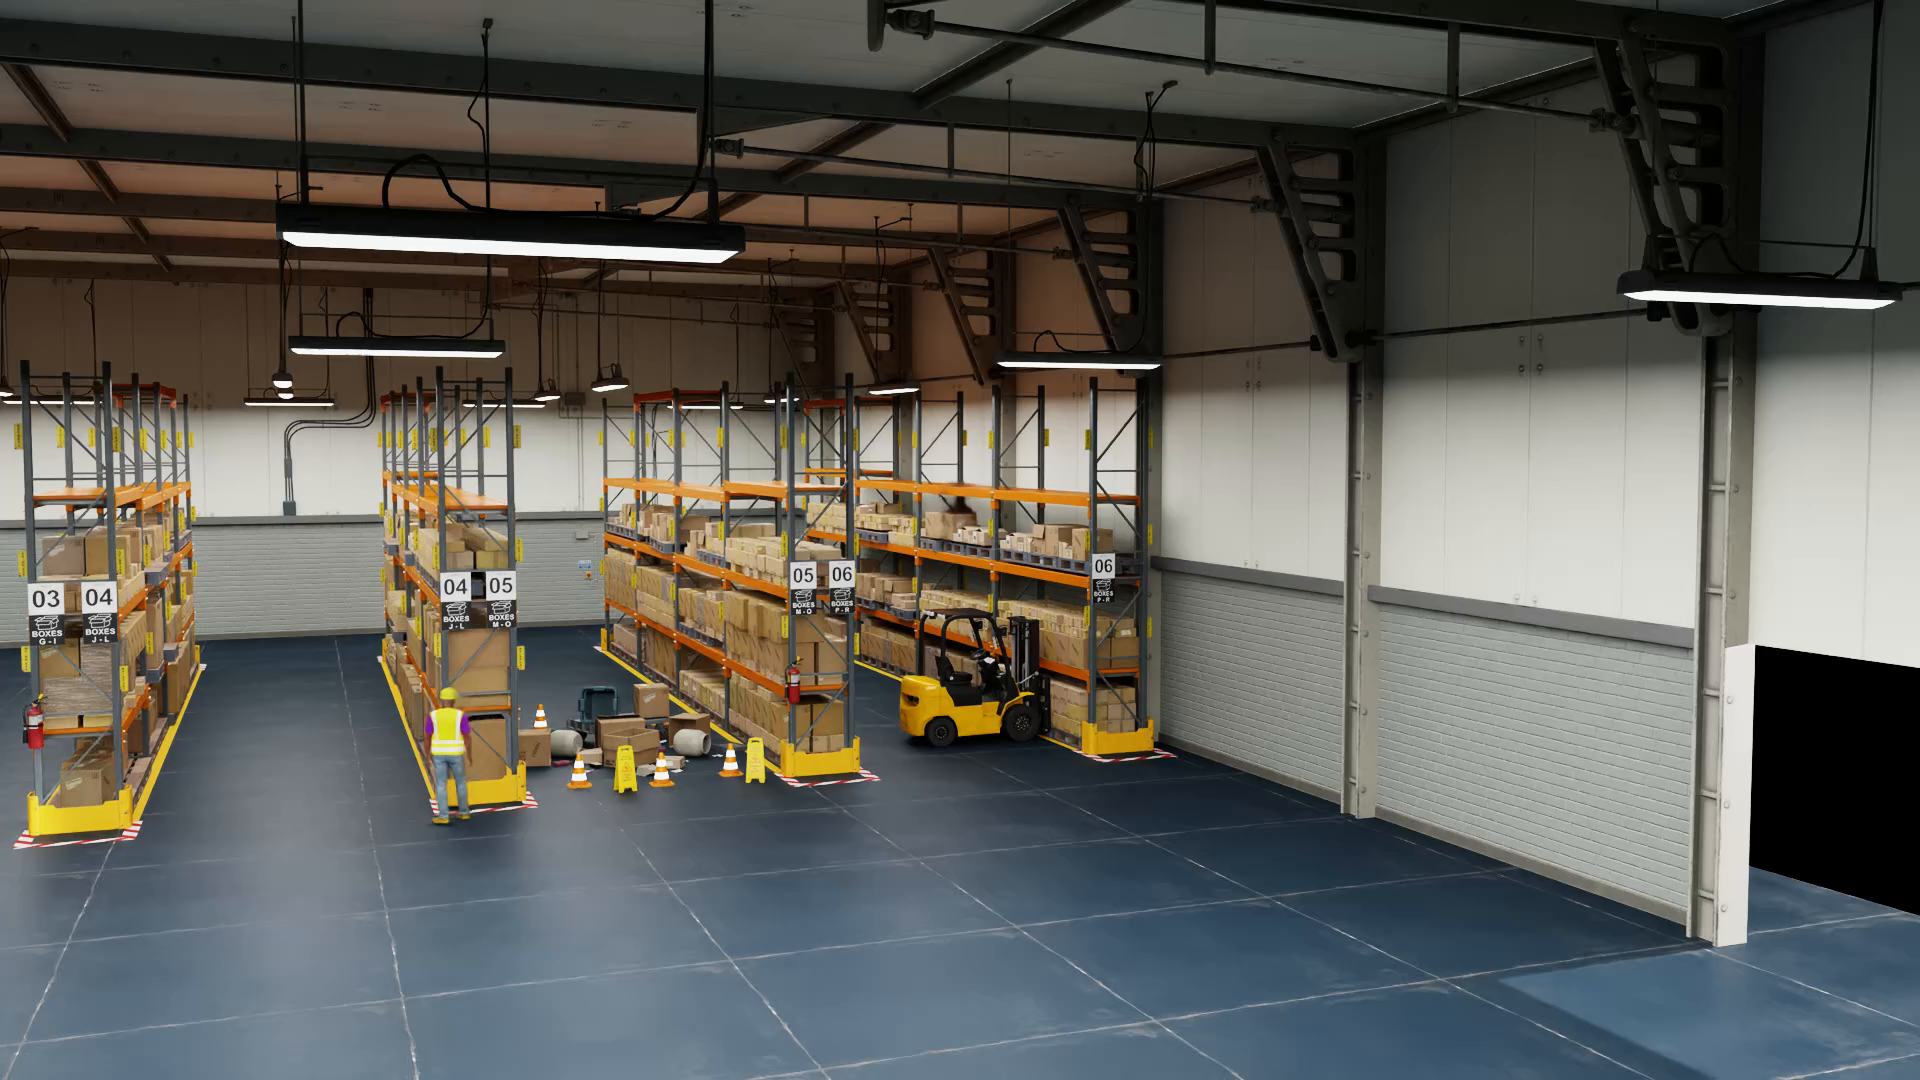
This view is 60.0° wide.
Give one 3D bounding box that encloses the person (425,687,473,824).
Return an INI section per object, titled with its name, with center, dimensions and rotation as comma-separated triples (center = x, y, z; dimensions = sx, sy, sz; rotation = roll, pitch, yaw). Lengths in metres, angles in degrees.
[person]
center = -6.680, 2.802, 21.780
dimensions = 0.605, 1.776, 0.531
rotation = -1, 3, -11
